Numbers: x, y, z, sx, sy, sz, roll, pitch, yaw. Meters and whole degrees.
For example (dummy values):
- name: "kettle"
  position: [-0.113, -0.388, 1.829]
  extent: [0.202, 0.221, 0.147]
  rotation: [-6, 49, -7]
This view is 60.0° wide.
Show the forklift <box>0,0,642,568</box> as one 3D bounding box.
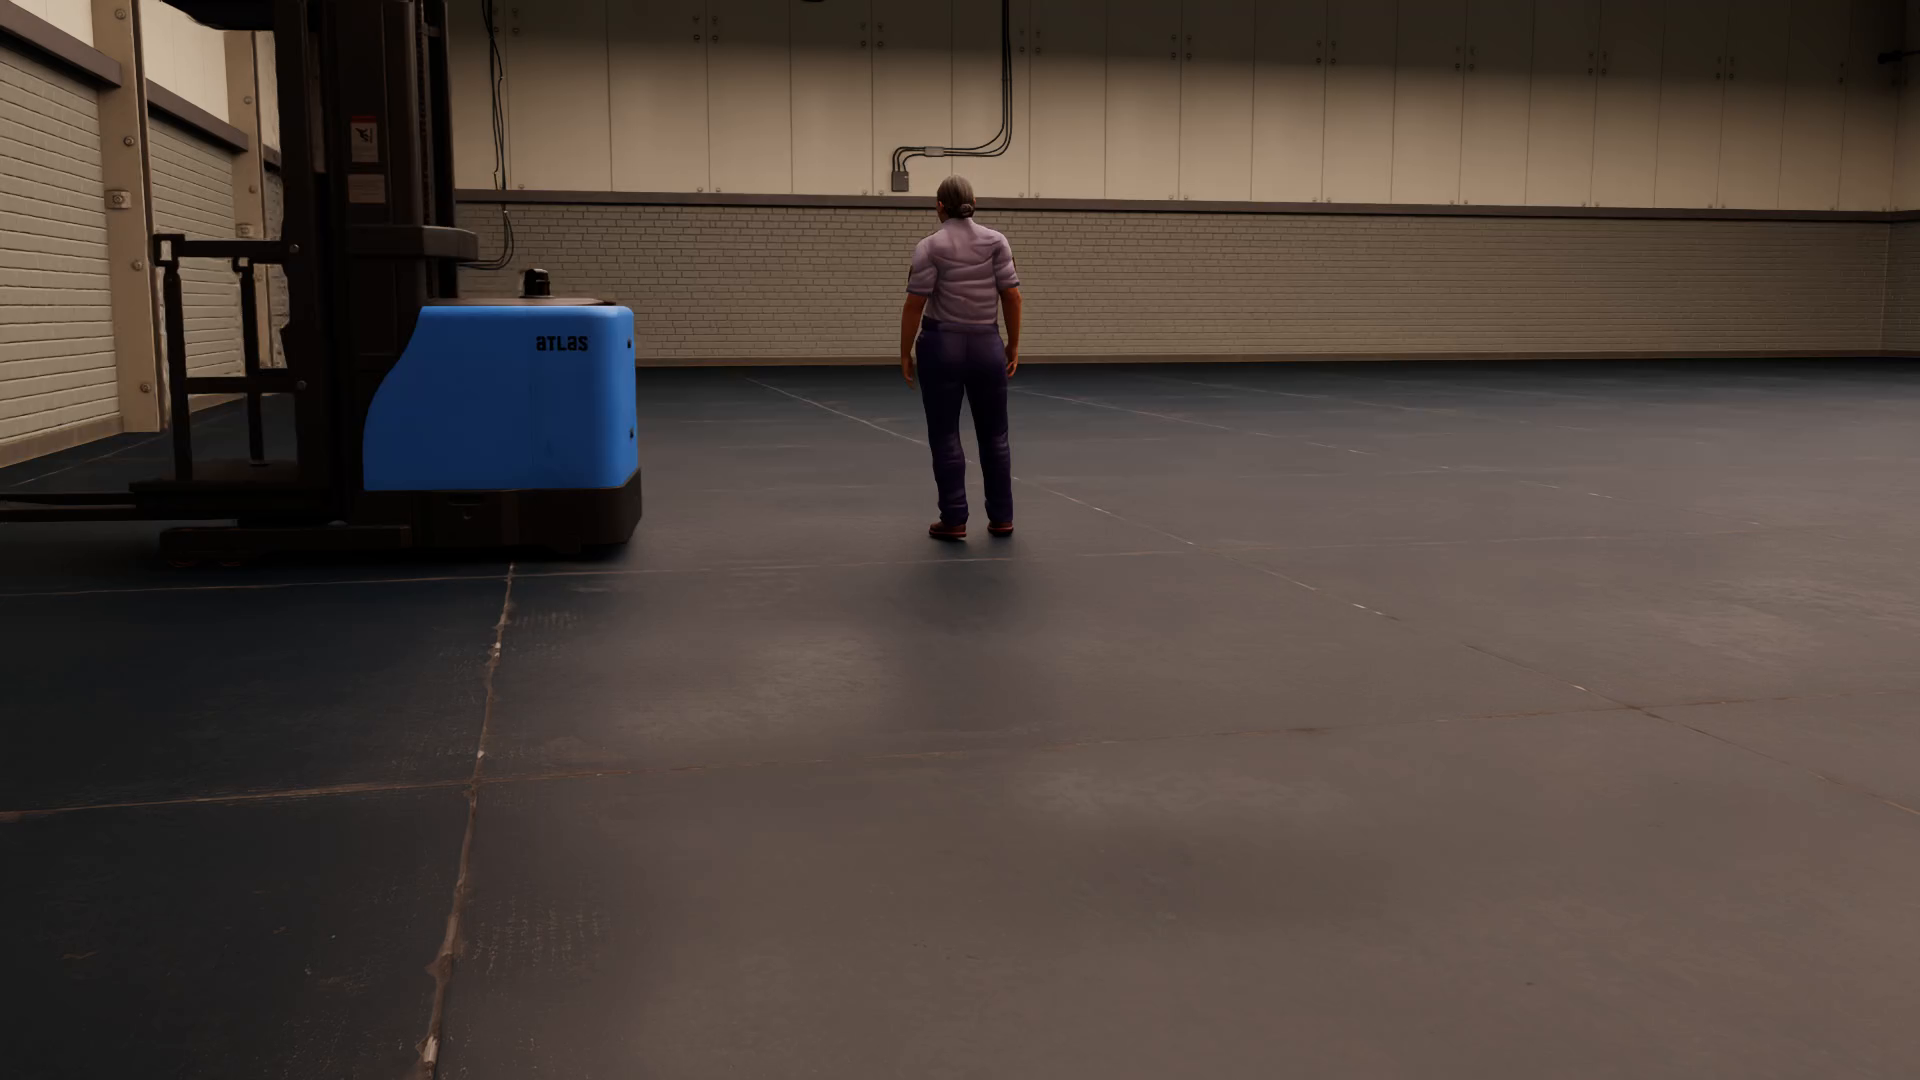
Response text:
- name: "forklift"
  position: [-2.990, -1.412, 7.224]
  extent: [3.031, 2.935, 1.130]
  rotation: [-1, 8, -6]

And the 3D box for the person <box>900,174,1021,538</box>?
- name: "person"
  position: [0.001, -0.835, 7.684]
  extent: [0.598, 1.651, 0.502]
  rotation: [-2, 8, -13]
